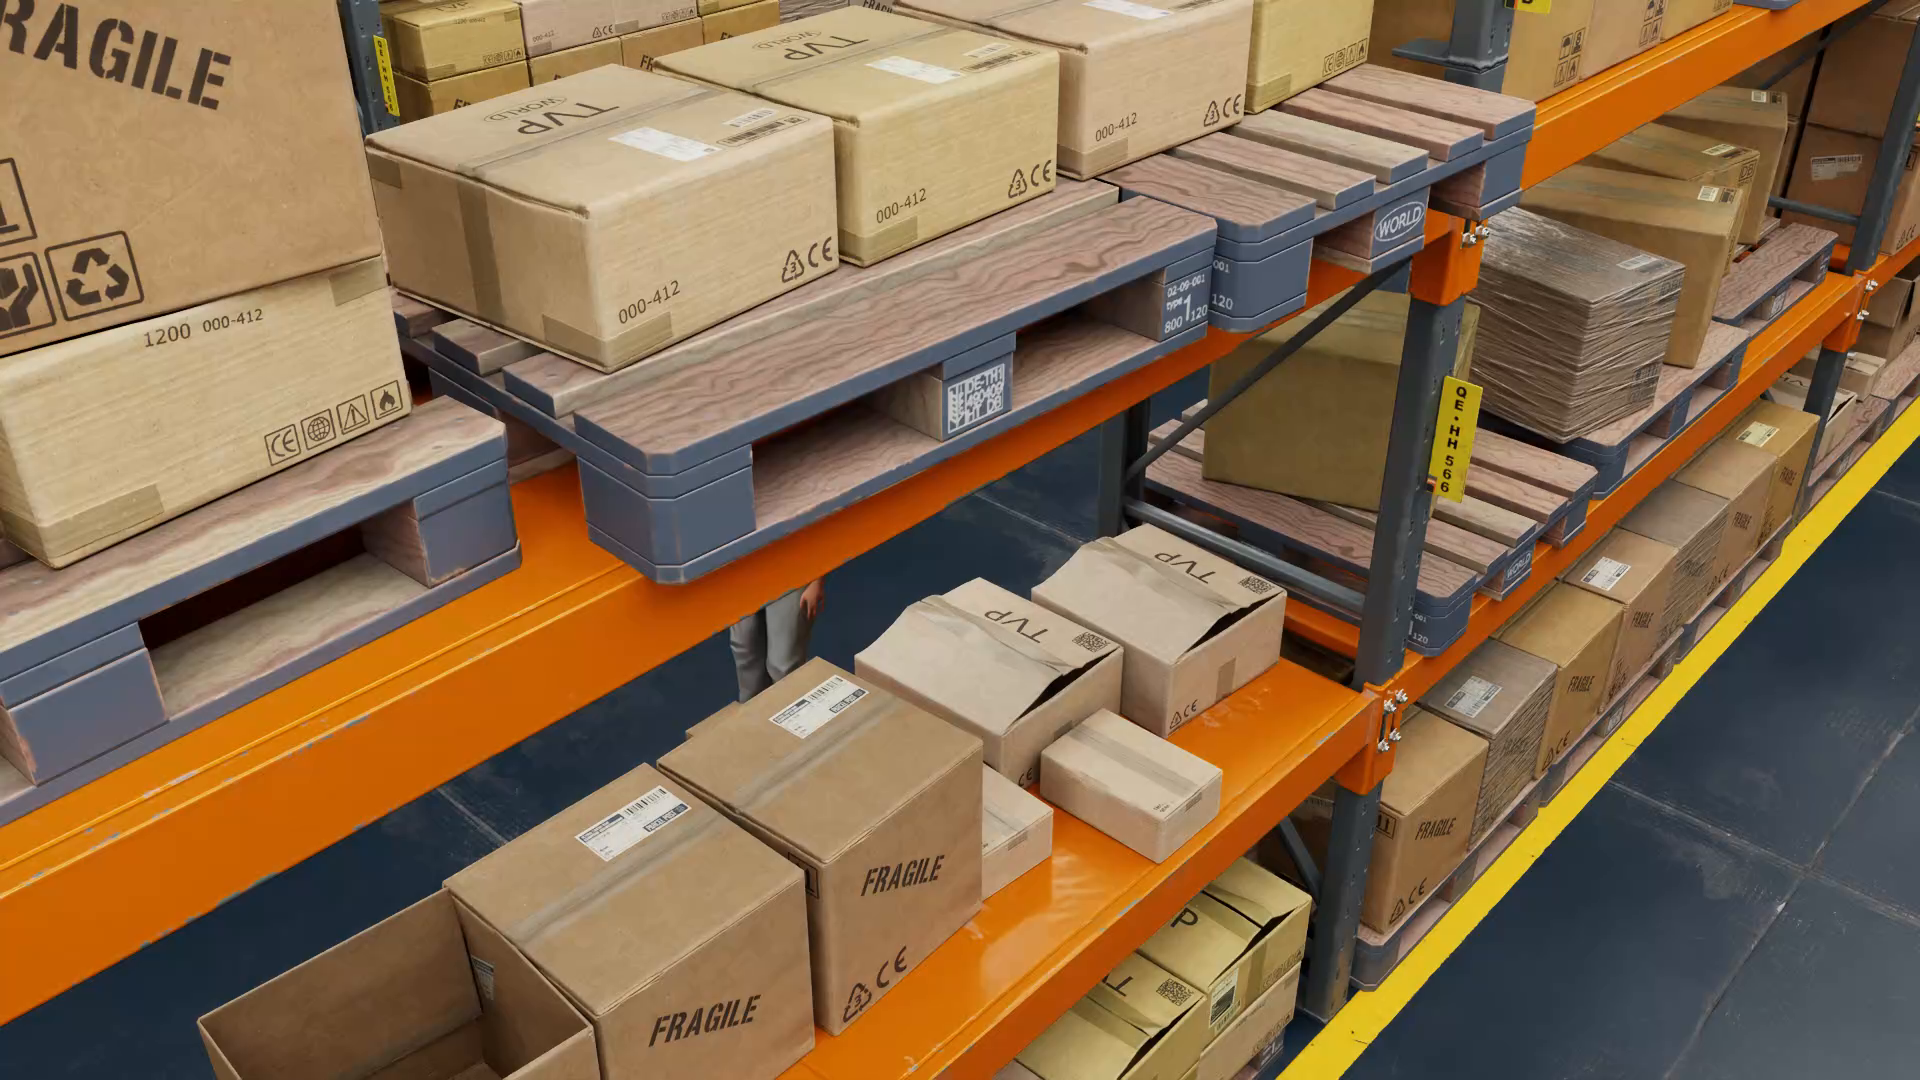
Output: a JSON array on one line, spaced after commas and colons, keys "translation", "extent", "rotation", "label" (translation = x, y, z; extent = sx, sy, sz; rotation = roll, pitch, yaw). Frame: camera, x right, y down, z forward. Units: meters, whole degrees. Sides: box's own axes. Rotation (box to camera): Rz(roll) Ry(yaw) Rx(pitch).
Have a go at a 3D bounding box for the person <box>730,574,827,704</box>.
[{"translation": [-0.689, 0.109, 5.958], "extent": [0.514, 1.672, 0.414], "rotation": [23, 38, 32], "label": "person"}]
